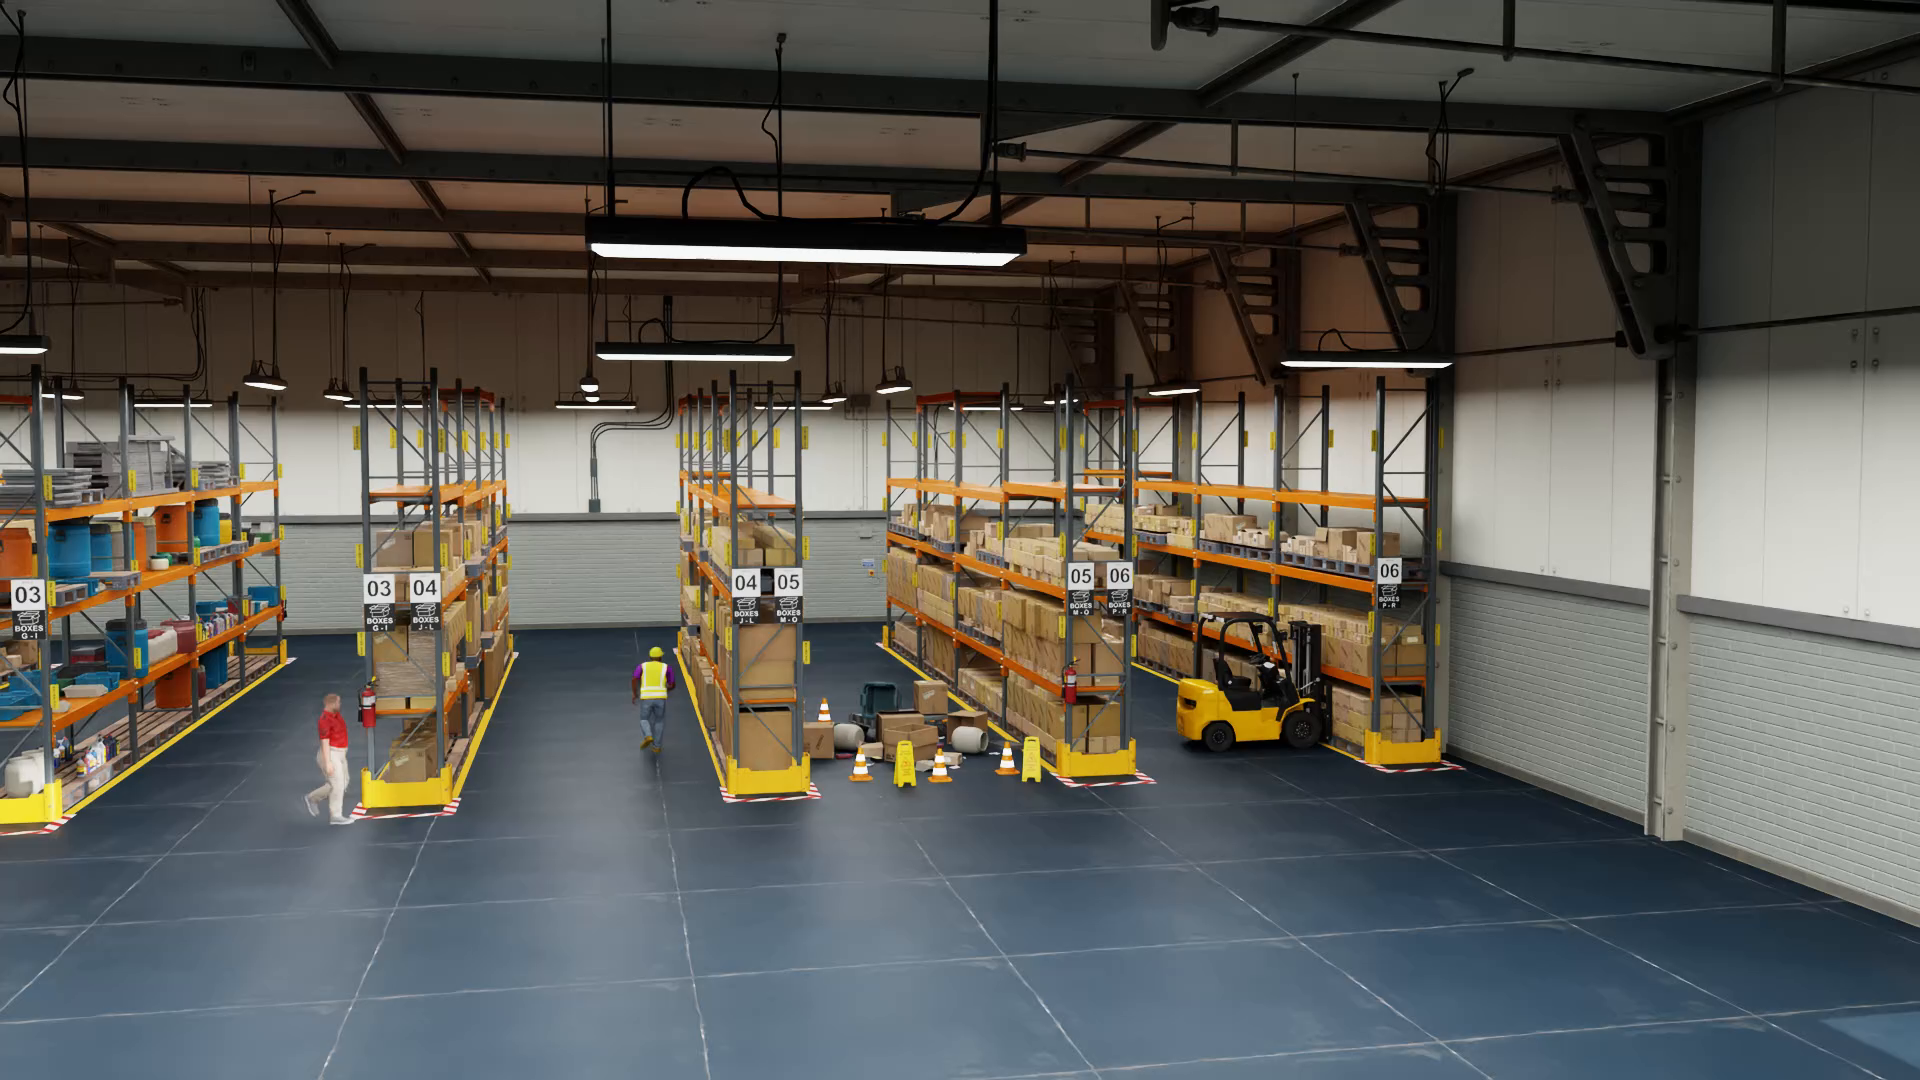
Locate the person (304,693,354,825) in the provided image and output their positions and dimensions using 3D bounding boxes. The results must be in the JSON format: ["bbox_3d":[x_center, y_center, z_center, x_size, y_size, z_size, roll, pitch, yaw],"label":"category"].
[{"bbox_3d":[-8.266,2.842,21.769,0.766,1.692,0.601,0,3,5],"label":"person"}]

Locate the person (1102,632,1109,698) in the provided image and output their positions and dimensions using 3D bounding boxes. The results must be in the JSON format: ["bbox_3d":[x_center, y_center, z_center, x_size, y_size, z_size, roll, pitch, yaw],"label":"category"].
[{"bbox_3d":[2.498,2.303,30.326,0.595,1.776,0.485,0,3,-3],"label":"person"}]

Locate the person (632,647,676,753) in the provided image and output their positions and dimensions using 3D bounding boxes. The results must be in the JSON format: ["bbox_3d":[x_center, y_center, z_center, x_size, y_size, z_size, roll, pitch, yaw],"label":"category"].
[{"bbox_3d":[-4.961,2.576,26.946,0.704,1.658,0.747,-1,3,-14],"label":"person"}]
